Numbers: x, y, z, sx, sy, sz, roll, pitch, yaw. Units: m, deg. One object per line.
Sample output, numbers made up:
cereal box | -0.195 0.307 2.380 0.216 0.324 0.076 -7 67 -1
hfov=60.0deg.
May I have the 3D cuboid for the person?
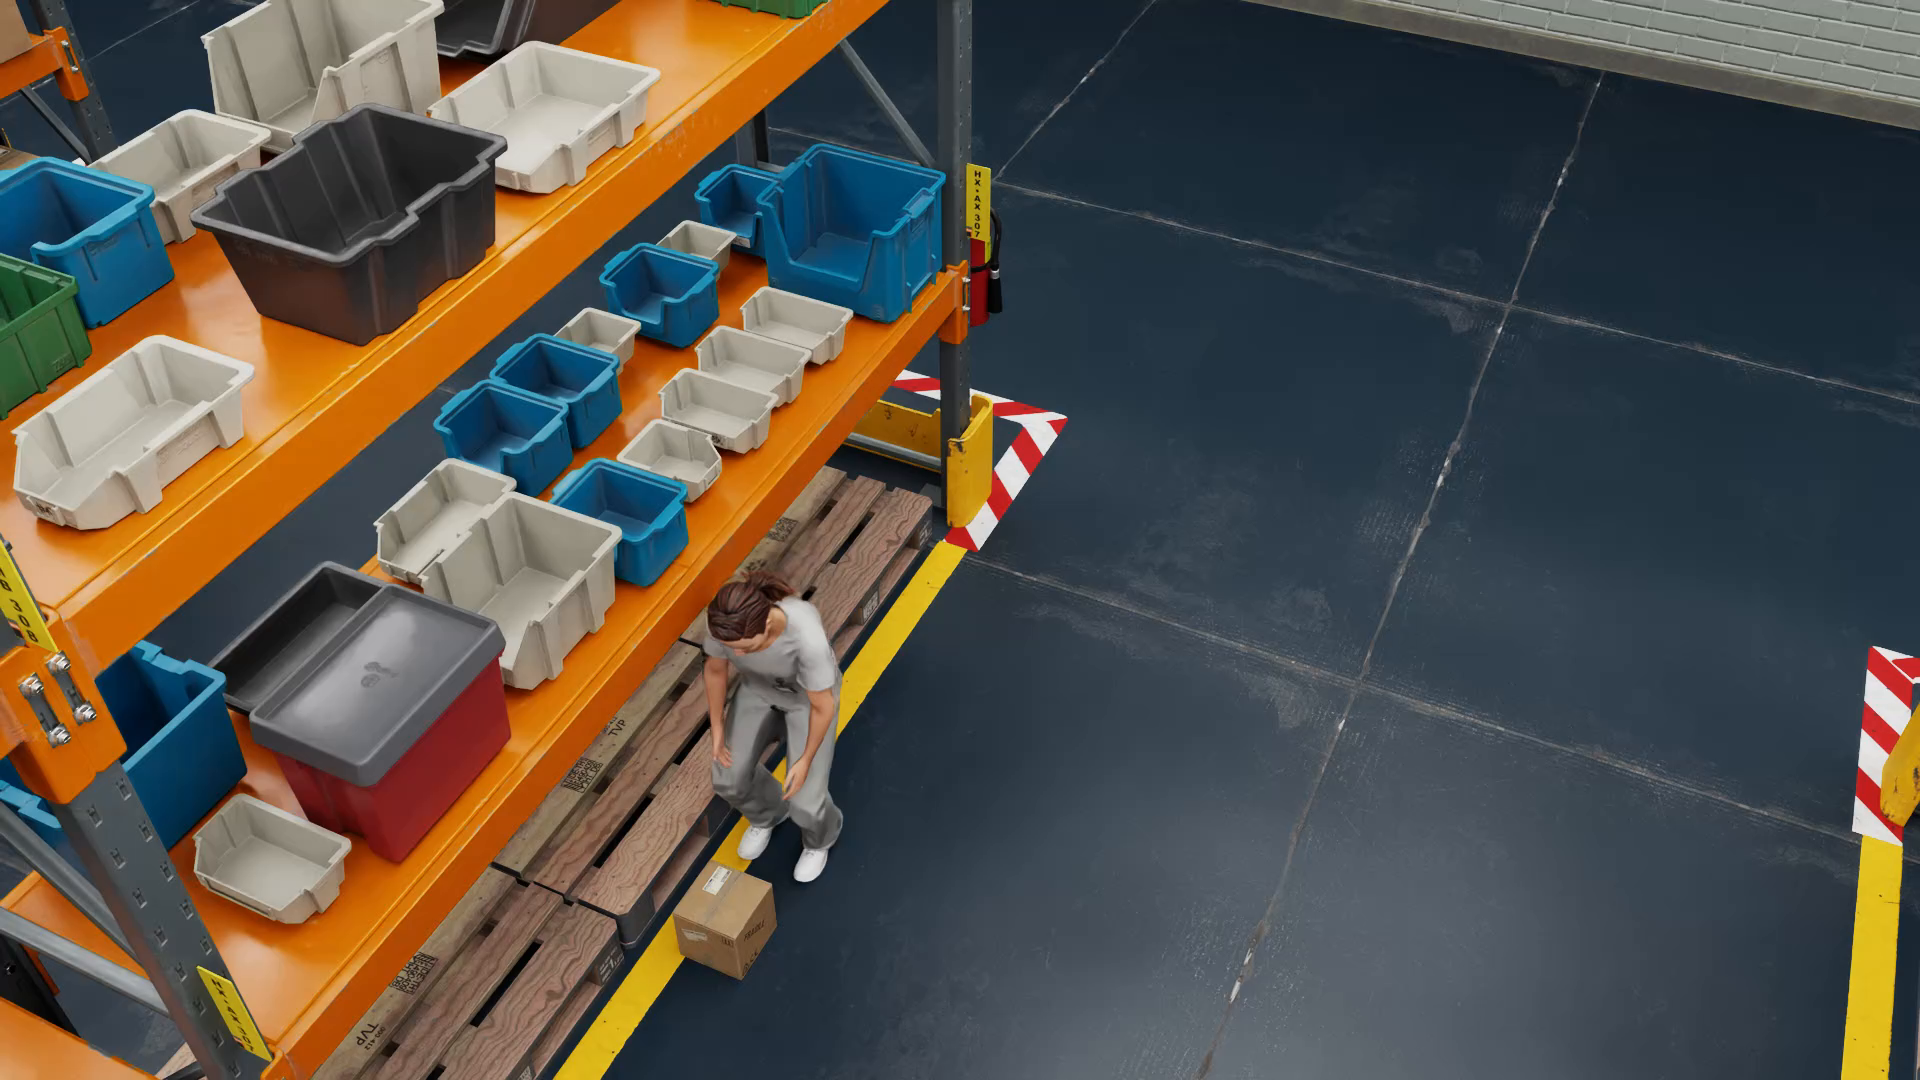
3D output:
person | -0.608 0.600 5.640 0.486 1.493 0.554 18 45 19
